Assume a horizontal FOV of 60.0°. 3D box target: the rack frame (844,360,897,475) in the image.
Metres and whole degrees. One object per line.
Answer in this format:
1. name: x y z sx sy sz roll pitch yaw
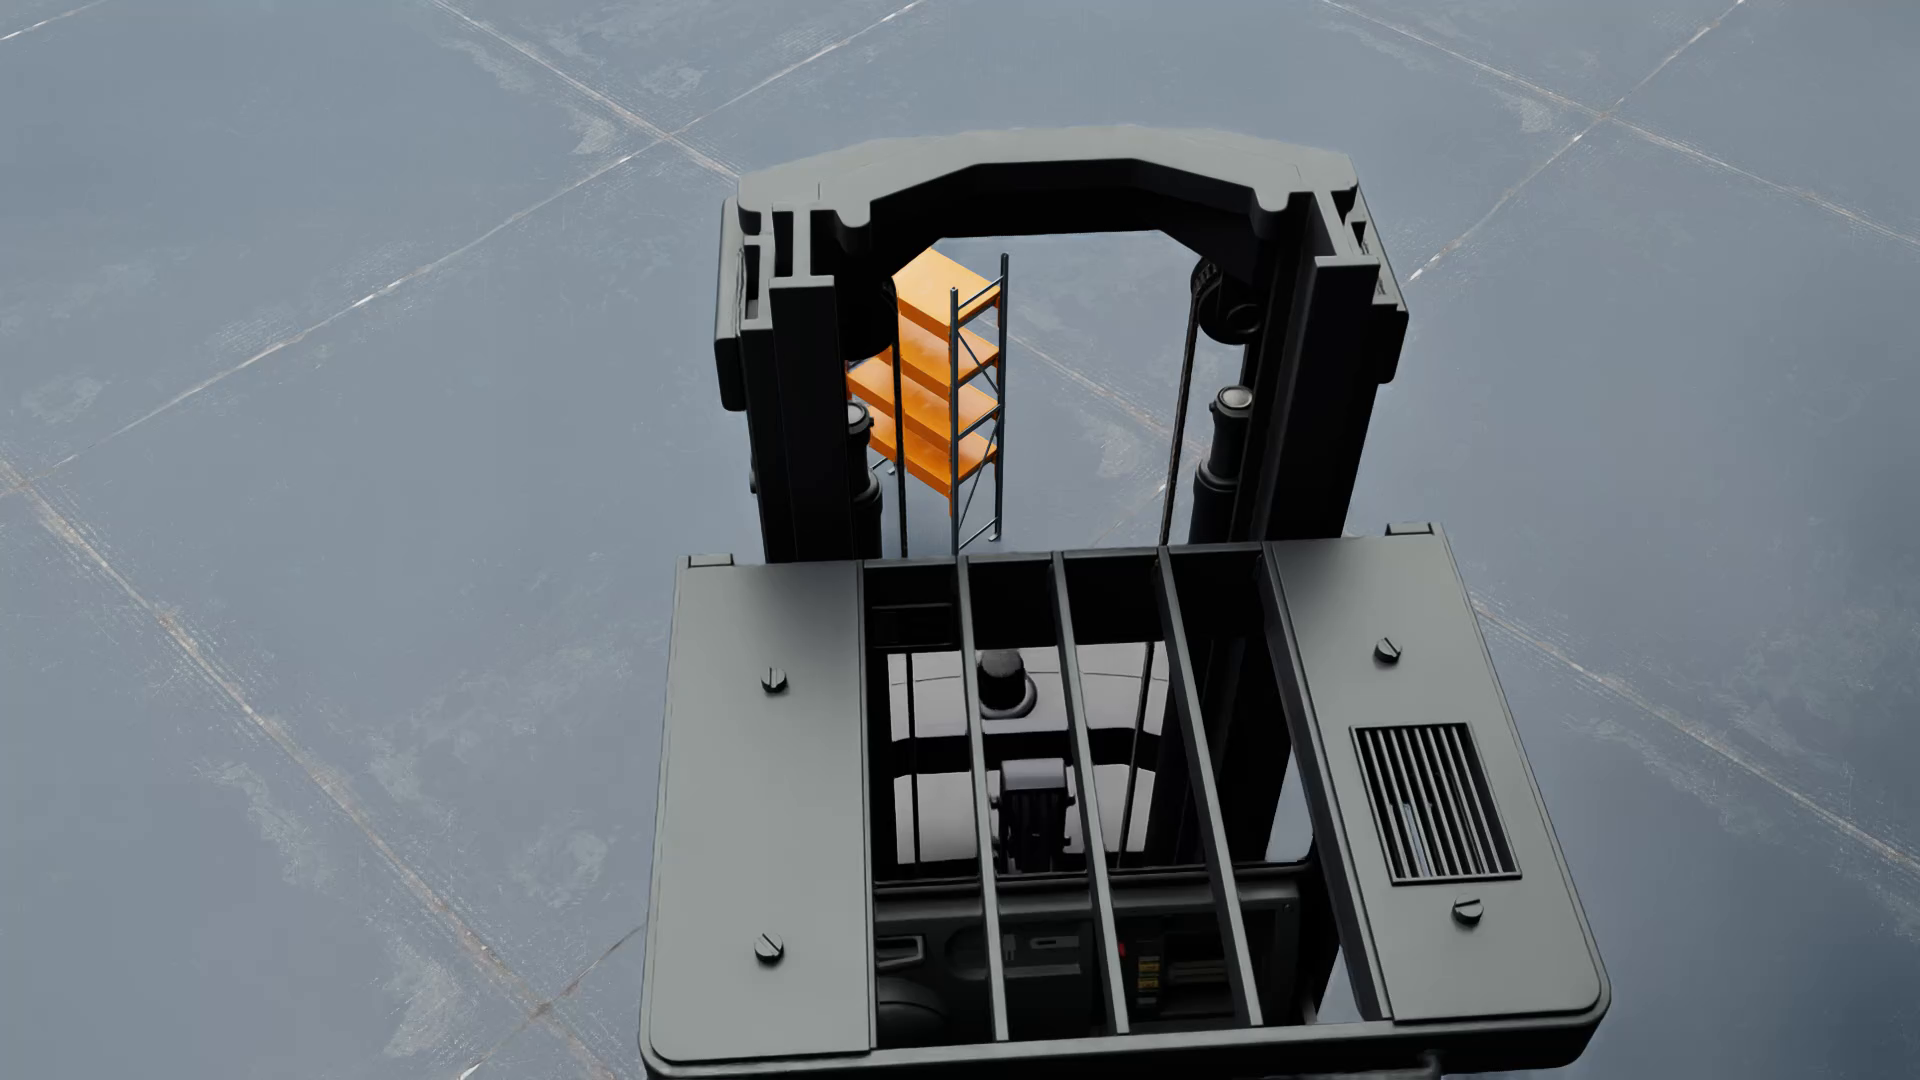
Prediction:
1. rack frame: -0.301 -0.613 5.503 0.015 1.200 0.240 34 55 28

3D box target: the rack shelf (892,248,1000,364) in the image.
1. rack shelf: -0.122 -0.762 5.103 0.480 0.148 0.258 34 55 28

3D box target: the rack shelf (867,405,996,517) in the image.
1. rack shelf: -0.122 -0.311 5.583 0.480 0.148 0.258 34 55 28

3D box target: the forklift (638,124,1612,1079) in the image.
1. forklift: 0.164 0.923 2.873 1.130 2.935 3.031 -3 47 -2

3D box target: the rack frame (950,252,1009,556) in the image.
1. rack frame: 0.058 -0.372 5.276 0.015 1.200 0.240 34 55 28

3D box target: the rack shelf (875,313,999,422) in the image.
1. rack shelf: -0.122 -0.600 5.275 0.480 0.148 0.258 34 55 28

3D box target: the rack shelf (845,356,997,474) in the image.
1. rack shelf: -0.122 -0.446 5.438 0.480 0.148 0.258 34 55 28

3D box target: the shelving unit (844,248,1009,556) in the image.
1. shelving unit: -0.122 -0.493 5.389 0.503 1.200 0.258 34 55 28
